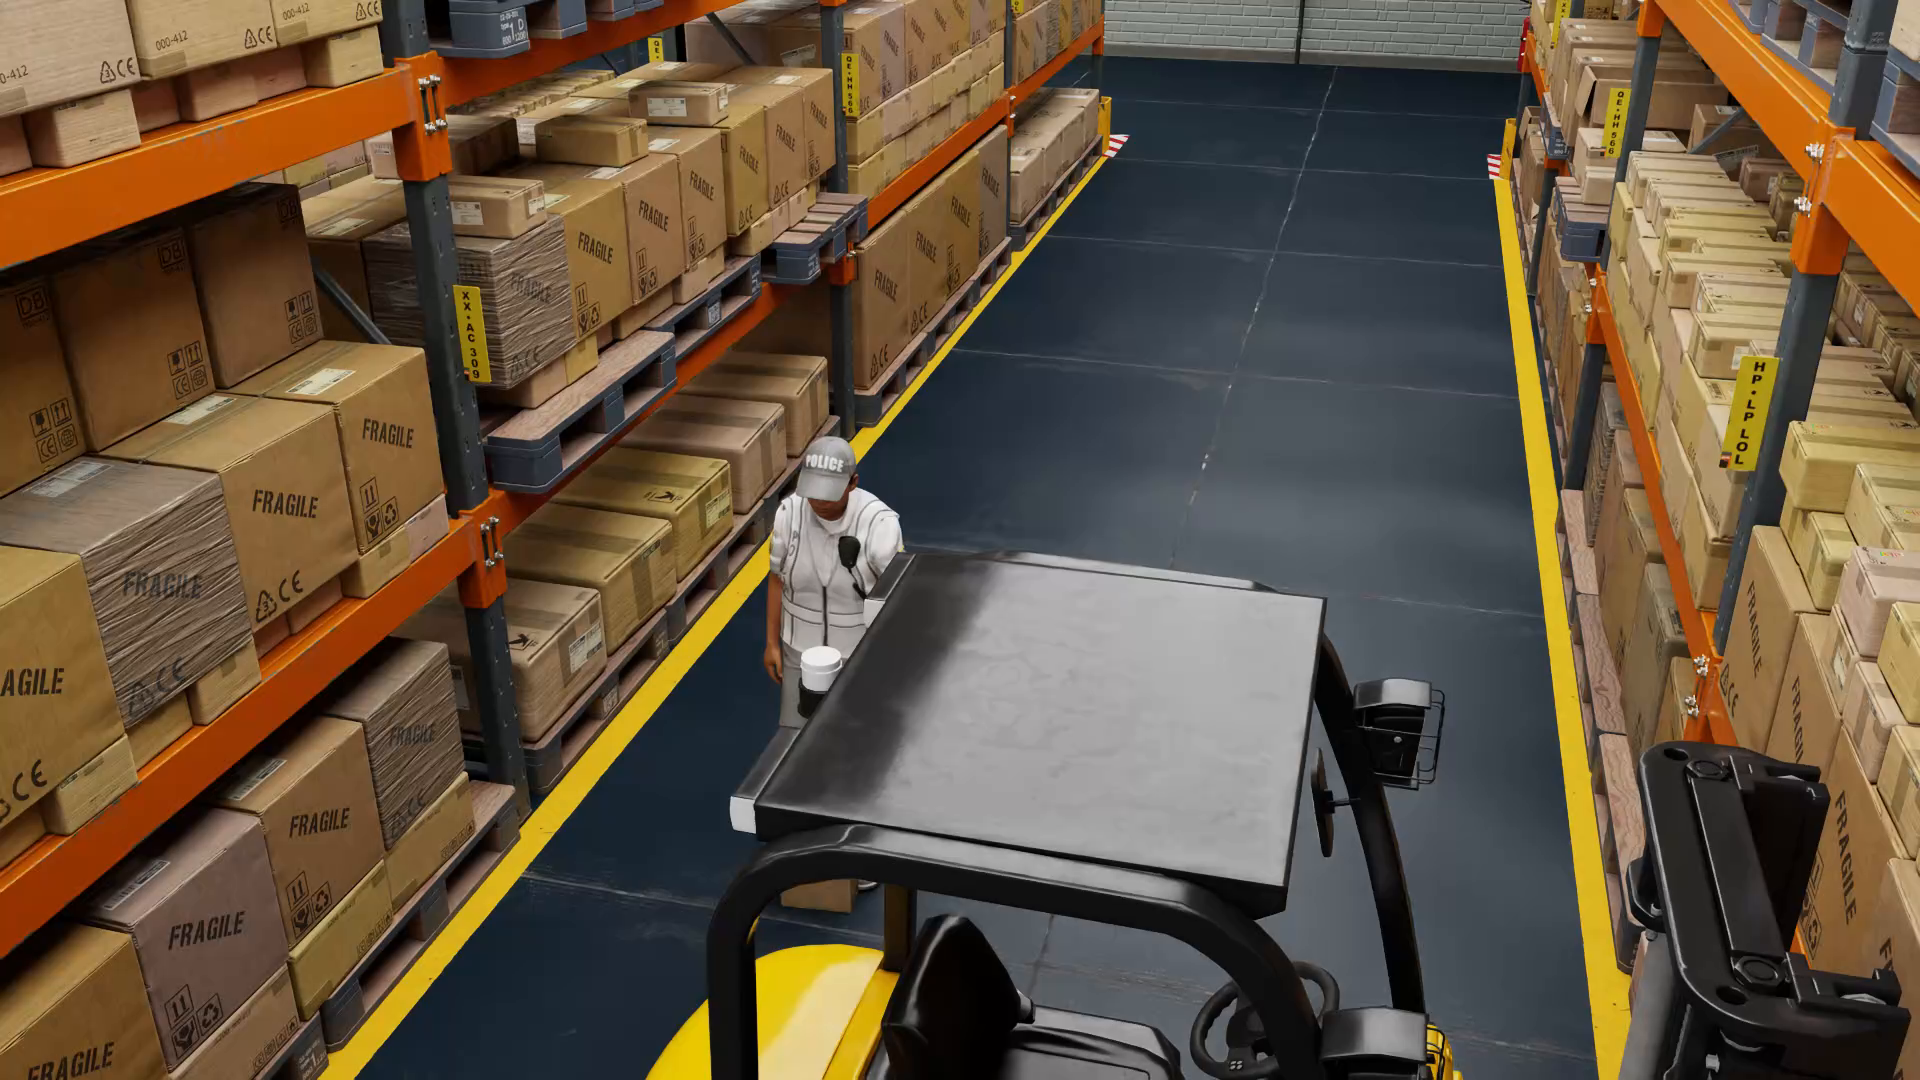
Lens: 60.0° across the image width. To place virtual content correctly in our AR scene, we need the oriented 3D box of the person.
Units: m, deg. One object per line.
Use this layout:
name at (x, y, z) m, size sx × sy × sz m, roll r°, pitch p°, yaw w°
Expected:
person at (-0.432, 0.398, 5.766) m, size 0.538 × 1.666 × 0.465 m, roll 7°, pitch 26°, yaw 13°
